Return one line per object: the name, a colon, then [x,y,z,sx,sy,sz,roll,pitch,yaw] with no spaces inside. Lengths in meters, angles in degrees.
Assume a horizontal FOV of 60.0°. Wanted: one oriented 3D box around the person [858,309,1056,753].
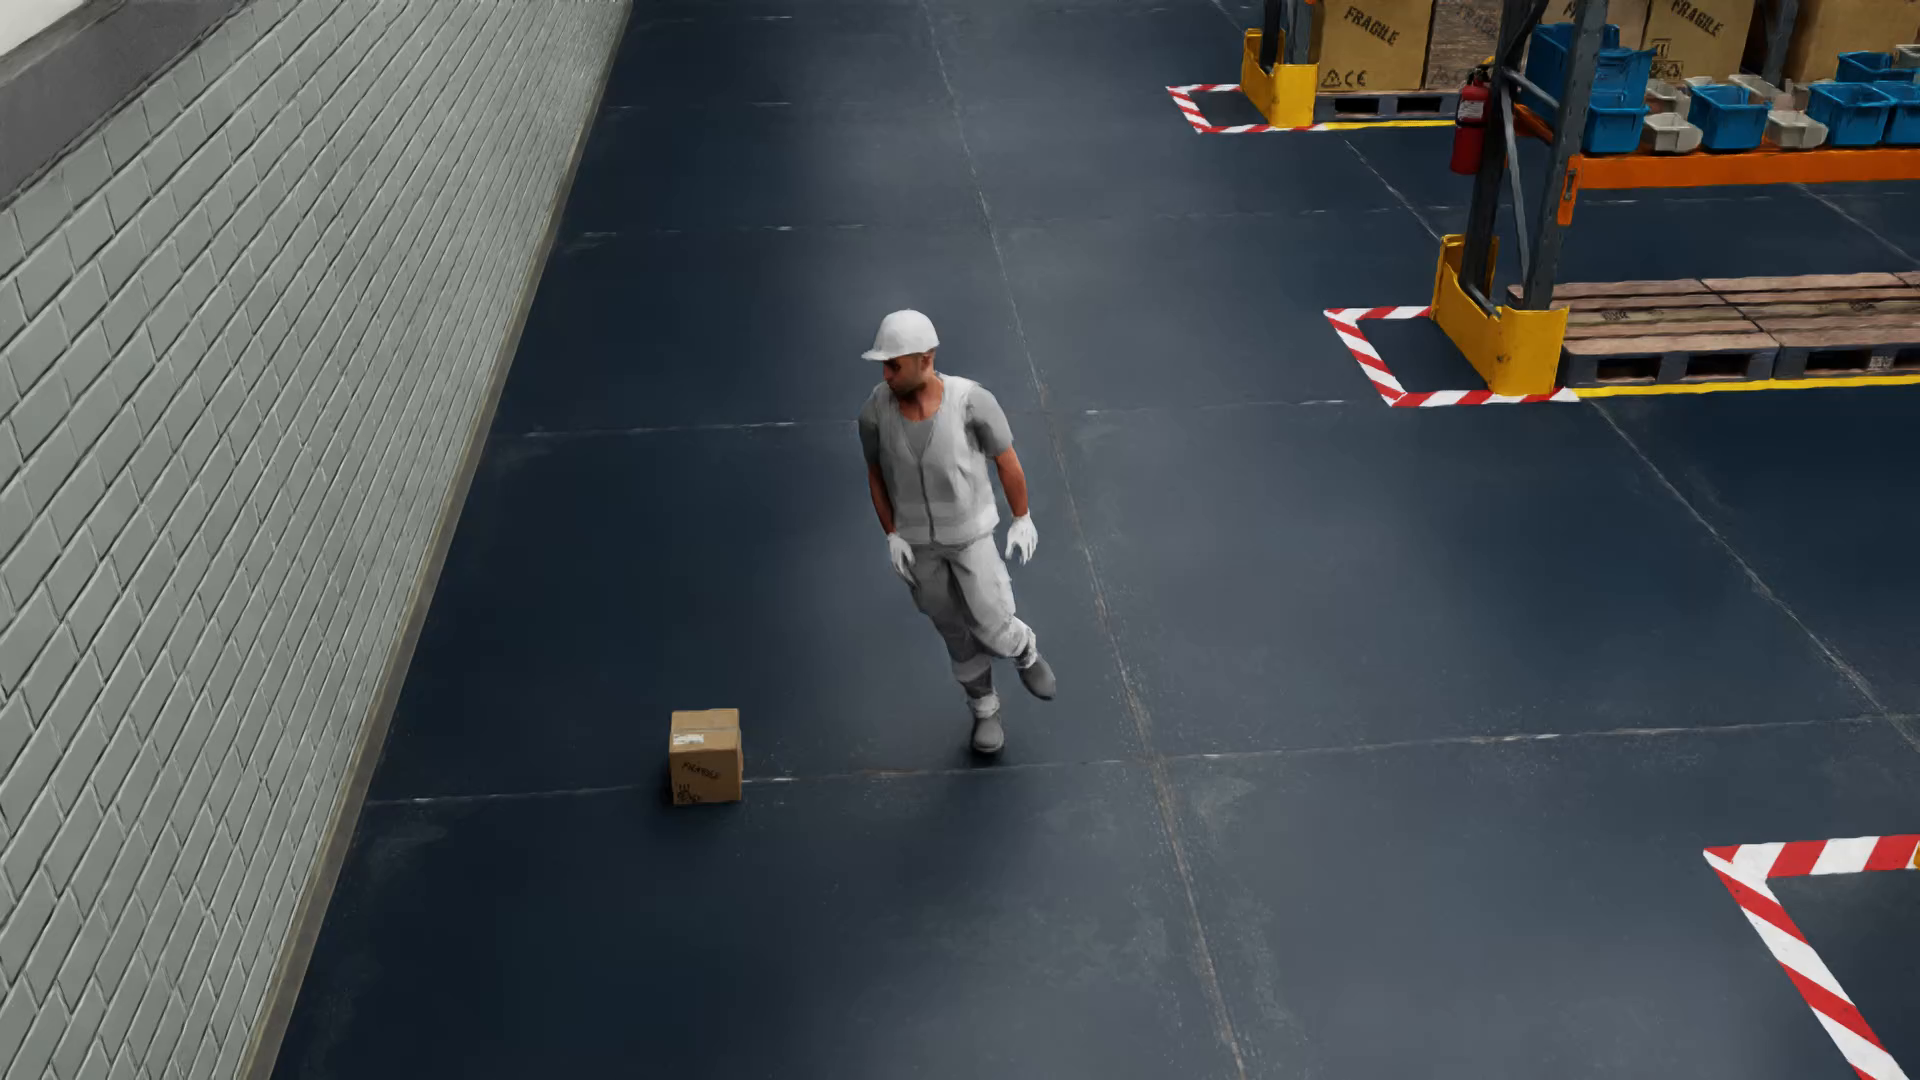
person: [-0.006,-0.019,6.154,0.731,1.761,0.519,6,31,10]
